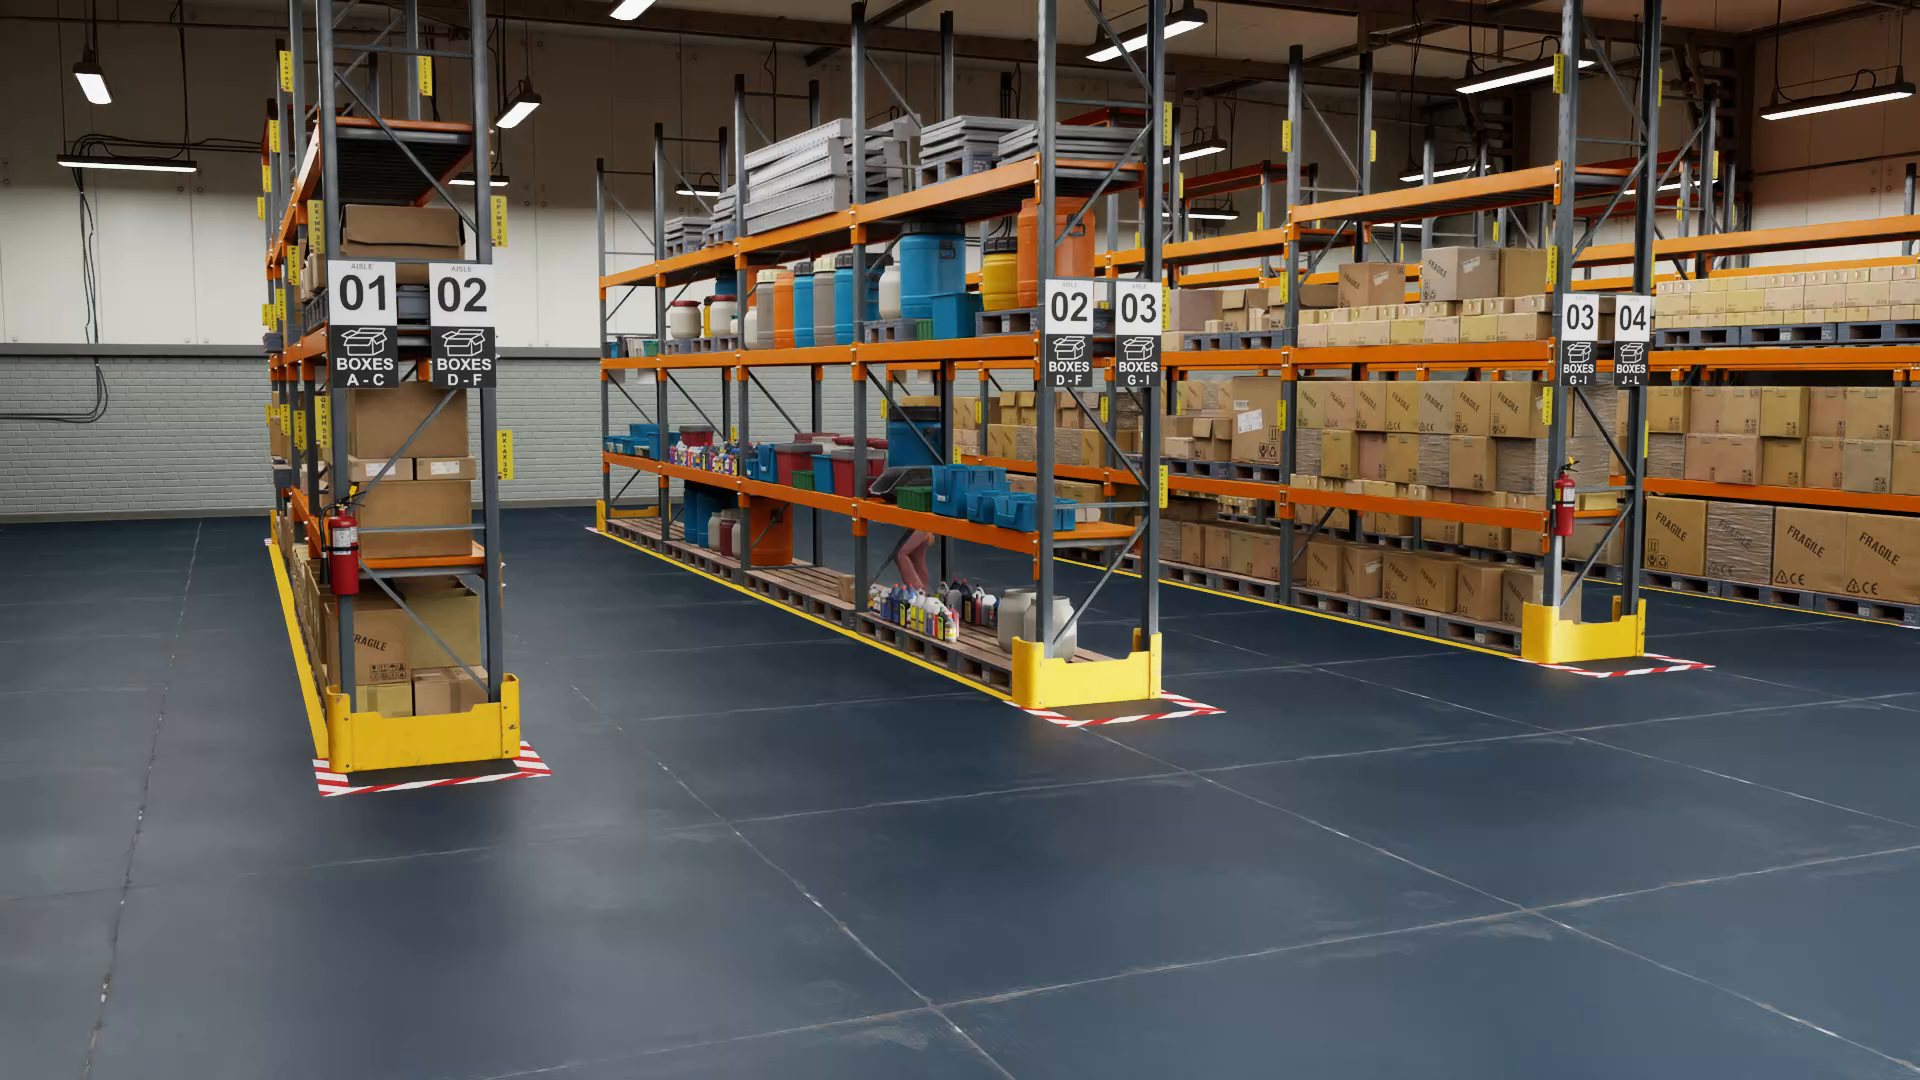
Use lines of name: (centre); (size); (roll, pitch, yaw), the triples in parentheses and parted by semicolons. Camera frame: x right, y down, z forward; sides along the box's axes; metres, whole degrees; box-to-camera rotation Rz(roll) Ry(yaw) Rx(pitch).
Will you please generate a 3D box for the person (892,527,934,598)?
person: (-0.536, -0.066, 17.536); (0.536, 1.678, 0.508); (-3, 6, -26)
